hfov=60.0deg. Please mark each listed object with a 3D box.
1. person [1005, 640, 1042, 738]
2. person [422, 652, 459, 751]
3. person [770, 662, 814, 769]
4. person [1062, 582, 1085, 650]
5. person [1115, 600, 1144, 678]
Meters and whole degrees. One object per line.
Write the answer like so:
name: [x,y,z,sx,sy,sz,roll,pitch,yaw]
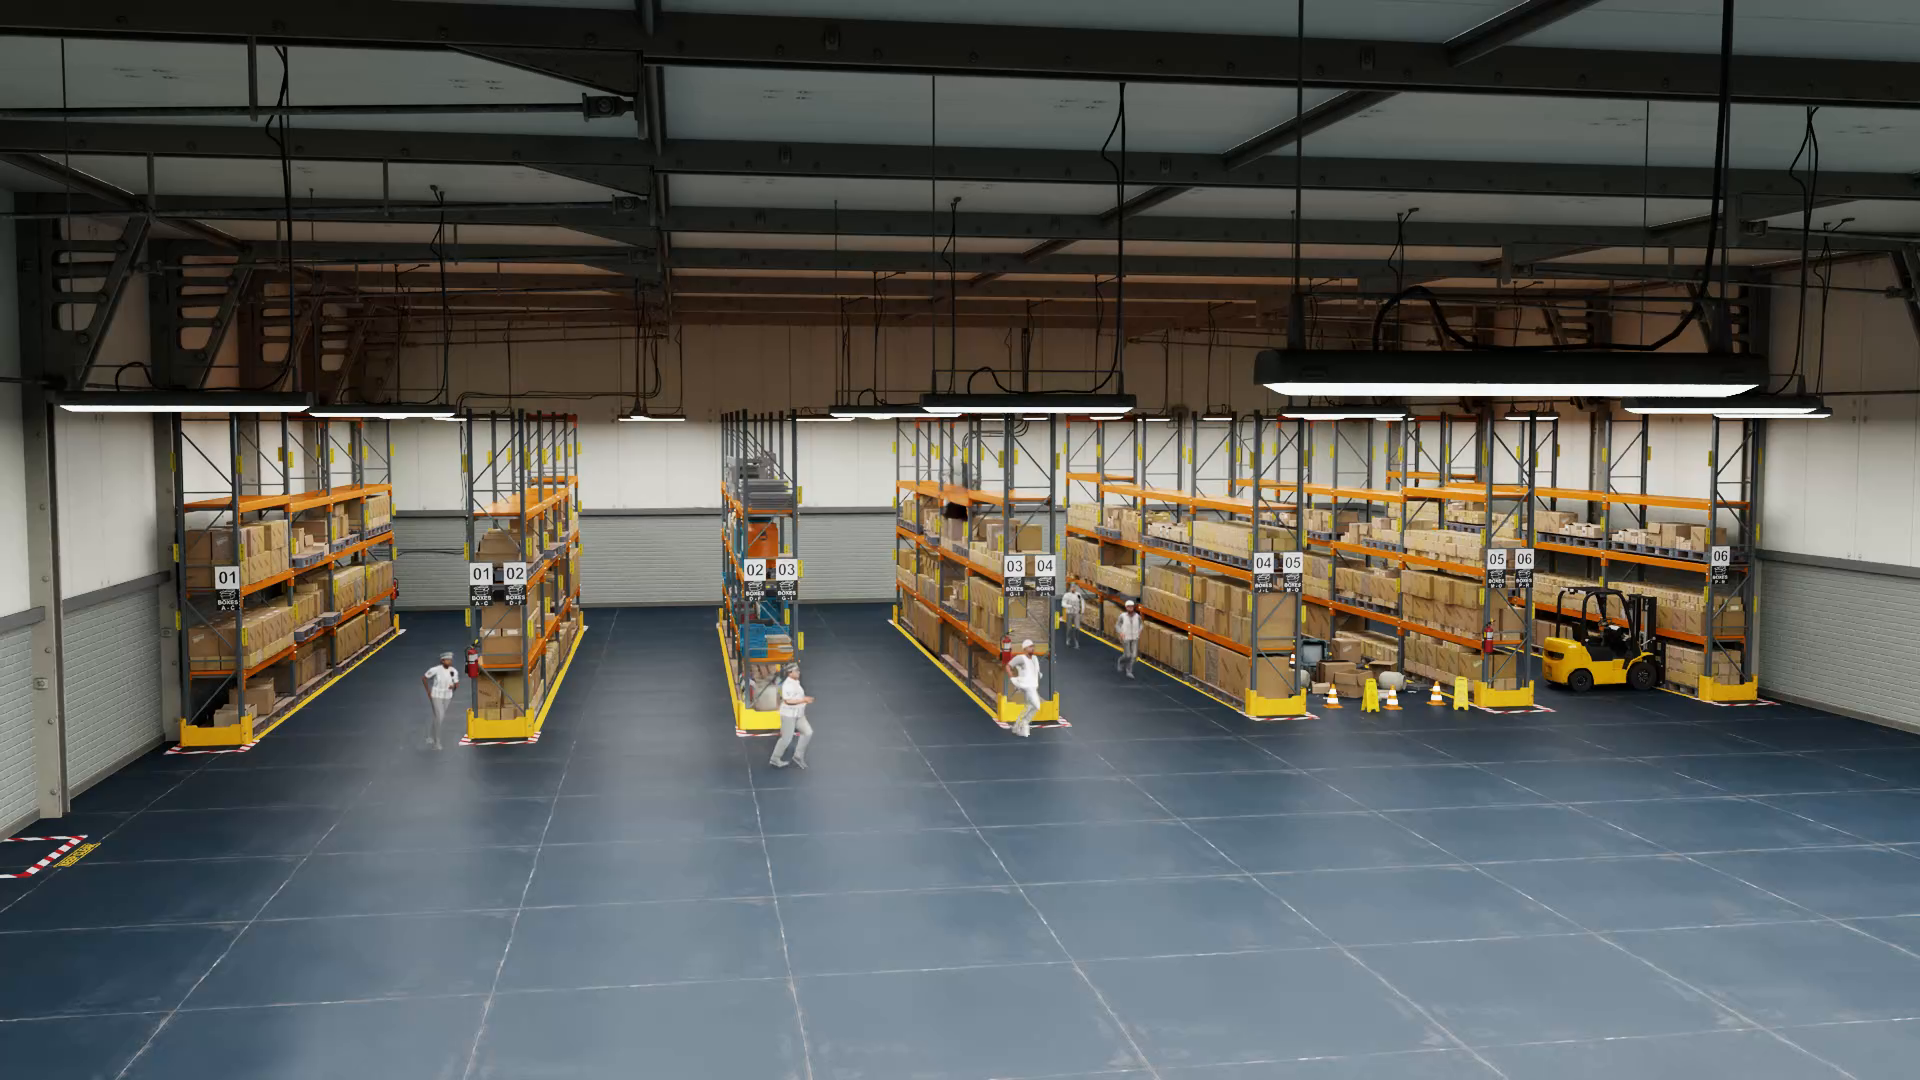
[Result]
person: [1.251,2.721,30.530,0.641,1.769,0.678,2,5,30]
person: [-9.195,2.832,29.516,0.740,1.703,0.585,4,6,45]
person: [-2.761,2.929,27.573,0.801,1.827,0.611,1,4,17]
person: [2.886,1.933,42.449,0.627,1.767,0.745,-1,4,-8]
person: [3.860,2.234,37.699,0.656,1.746,0.627,-1,4,-11]
